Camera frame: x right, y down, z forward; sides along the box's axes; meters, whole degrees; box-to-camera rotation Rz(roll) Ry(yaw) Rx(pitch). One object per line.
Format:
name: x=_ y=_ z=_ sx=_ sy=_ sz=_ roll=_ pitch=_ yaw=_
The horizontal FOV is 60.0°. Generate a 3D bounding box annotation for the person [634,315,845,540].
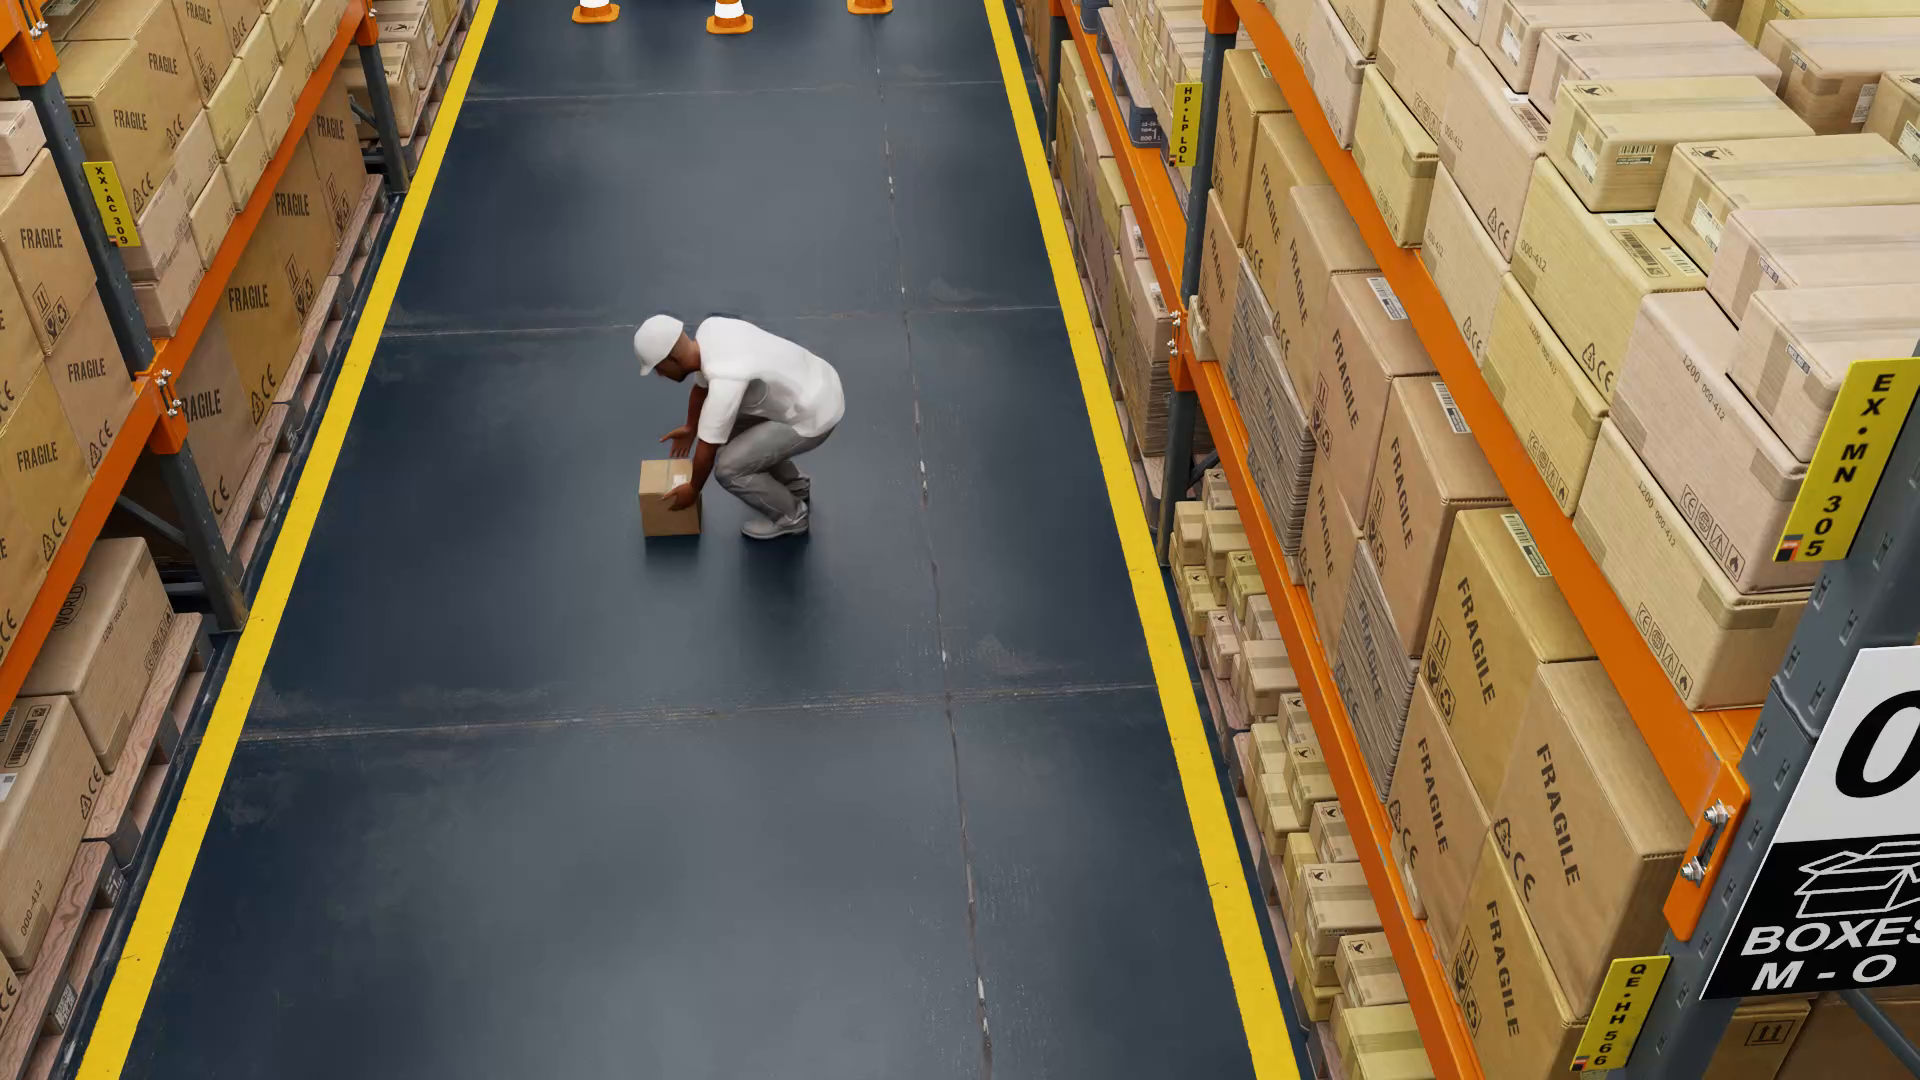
person: x=-0.938 y=-0.519 z=7.302 sx=0.869 sy=1.112 sz=0.606 roll=-3 pitch=39 yaw=-4
